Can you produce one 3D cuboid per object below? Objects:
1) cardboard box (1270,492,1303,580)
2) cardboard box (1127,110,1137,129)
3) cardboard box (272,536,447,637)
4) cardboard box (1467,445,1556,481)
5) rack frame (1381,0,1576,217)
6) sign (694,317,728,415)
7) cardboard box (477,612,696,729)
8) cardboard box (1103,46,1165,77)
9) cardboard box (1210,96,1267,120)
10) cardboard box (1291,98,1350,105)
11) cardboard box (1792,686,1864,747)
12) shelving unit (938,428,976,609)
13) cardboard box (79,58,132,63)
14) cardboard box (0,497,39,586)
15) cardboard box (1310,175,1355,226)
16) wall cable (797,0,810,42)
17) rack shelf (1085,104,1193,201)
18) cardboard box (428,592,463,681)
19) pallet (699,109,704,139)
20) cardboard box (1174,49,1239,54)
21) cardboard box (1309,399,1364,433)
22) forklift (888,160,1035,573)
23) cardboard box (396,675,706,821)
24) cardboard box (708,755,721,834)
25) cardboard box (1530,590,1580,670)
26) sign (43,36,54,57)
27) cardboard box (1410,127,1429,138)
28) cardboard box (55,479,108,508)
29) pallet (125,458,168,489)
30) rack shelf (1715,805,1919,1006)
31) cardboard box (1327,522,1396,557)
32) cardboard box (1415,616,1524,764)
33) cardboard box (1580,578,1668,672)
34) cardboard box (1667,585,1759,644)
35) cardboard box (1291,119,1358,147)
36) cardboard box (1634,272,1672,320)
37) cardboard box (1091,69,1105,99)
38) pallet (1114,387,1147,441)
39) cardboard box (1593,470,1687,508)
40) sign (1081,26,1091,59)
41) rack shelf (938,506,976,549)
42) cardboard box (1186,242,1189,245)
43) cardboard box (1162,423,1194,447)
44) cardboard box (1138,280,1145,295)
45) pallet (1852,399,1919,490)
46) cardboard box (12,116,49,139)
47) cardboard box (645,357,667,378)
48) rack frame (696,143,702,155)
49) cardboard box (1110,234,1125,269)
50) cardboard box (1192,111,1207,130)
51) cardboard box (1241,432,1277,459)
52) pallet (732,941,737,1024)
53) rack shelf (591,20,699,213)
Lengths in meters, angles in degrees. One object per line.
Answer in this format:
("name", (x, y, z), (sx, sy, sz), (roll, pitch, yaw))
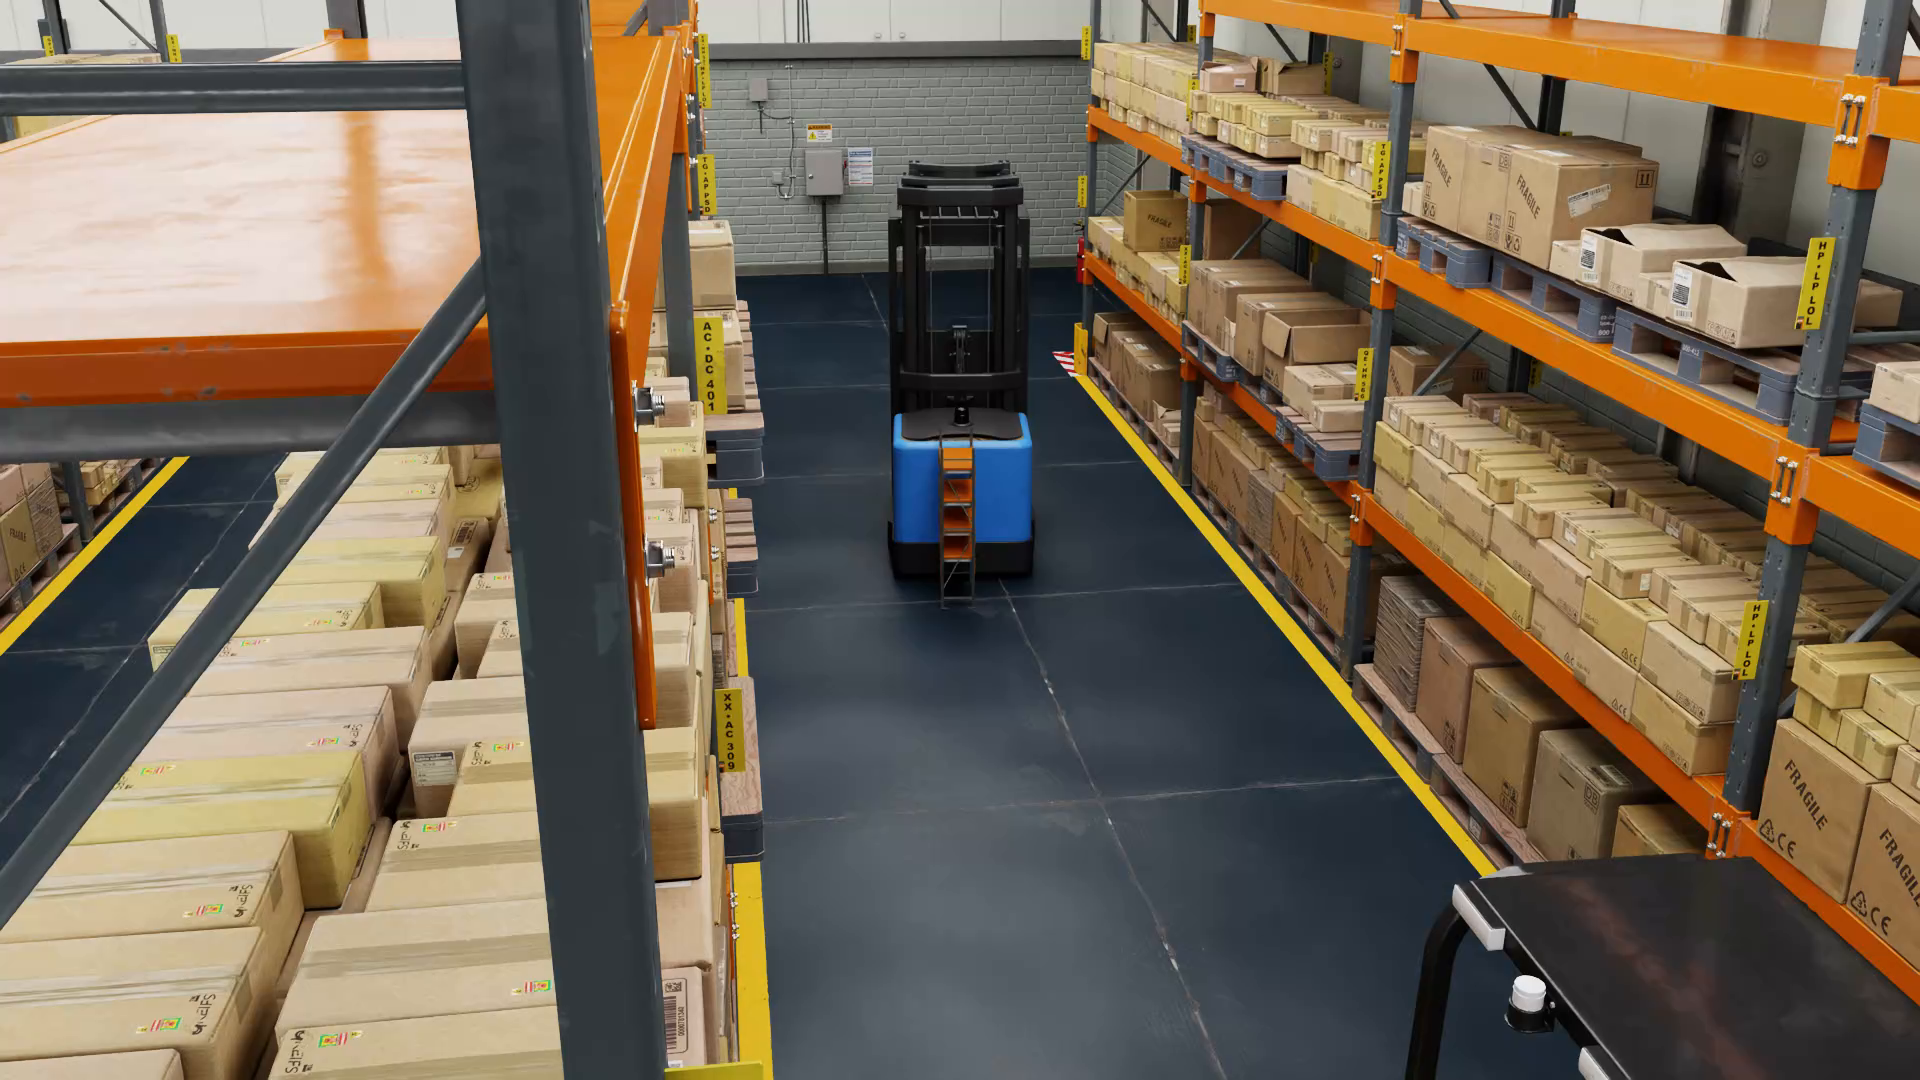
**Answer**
("cardboard box", (2.570, -0.042, 12.013), (0.500, 0.500, 0.500), (-2, 21, -5))
("cardboard box", (1.771, -3.925, 15.510), (0.380, 0.149, 0.250), (-3, 21, -8))
("cardboard box", (-1.323, 0.110, 3.568), (0.380, 0.149, 0.250), (-3, 21, -7))
("cardboard box", (2.956, -0.396, 8.918), (0.380, 0.149, 0.250), (-3, 21, -7))
("rack frame", (2.983, -3.336, 9.286), (1.000, 3.000, 0.127), (-3, 21, -8))
("sign", (-0.816, -0.566, 5.419), (0.100, 0.325, 0.005), (-3, 21, -8))
("cardboard box", (-0.701, 0.259, 3.167), (0.380, 0.149, 0.250), (-2, 21, -6))
("cardboard box", (1.700, -4.660, 16.195), (0.500, 0.250, 0.500), (-3, 21, -8))
("cardboard box", (2.119, -3.277, 12.605), (0.380, 0.149, 0.250), (-3, 21, -9))
("cardboard box", (2.698, -3.218, 12.449), (0.380, 0.149, 0.250), (-2, 21, -6))
("cardboard box", (3.345, 0.632, 6.166), (0.380, 0.149, 0.250), (-3, 21, -9))
("shelving unit", (-0.022, -0.156, 11.920), (0.258, 1.200, 0.503), (-1, 20, -1))
("cardboard box", (-7.650, -4.235, 14.912), (0.380, 0.149, 0.250), (-4, 21, -9))
("cardboard box", (-6.959, 0.021, 11.844), (0.500, 0.500, 0.500), (-3, 21, -9))
("cardboard box", (2.596, -2.200, 10.746), (0.500, 0.250, 0.500), (-3, 21, -8))
("wall cable", (-0.674, -7.991, 21.697), (2.988, 3.039, 0.133), (-3, 21, -8))
("rack shelf", (2.118, -3.671, 15.499), (1.077, 0.370, 4.000), (-3, 21, -8))
("cardboard box", (-1.341, 0.330, 3.548), (0.500, 0.250, 0.500), (-3, 21, -7))
("pallet", (-2.785, -3.728, 14.749), (1.003, 0.211, 1.213), (-3, 21, -8))
("cardboard box", (2.329, -4.506, 15.781), (0.500, 0.250, 0.500), (-3, 21, -7))
("cardboard box", (2.509, -0.813, 10.864), (0.380, 0.149, 0.250), (-3, 21, -7))
("forklift", (-0.016, -1.592, 13.289), (1.130, 2.935, 3.031), (-1, 20, -1))
("cardboard box", (-0.746, 0.482, 3.141), (0.500, 0.250, 0.500), (-2, 21, -6))
("cardboard box", (-1.041, 1.066, 5.506), (0.500, 0.500, 0.500), (-3, 21, -9))
("cardboard box", (3.109, 0.421, 8.016), (0.500, 0.250, 0.500), (-3, 21, -7))
("sign", (-8.502, -4.546, 15.565), (0.100, 0.325, 0.005), (-3, 21, -8))
("cardboard box", (3.073, -2.593, 10.804), (0.380, 0.149, 0.250), (-2, 21, -6))
("cardboard box", (-7.123, -0.378, 13.414), (0.380, 0.149, 0.250), (-4, 21, -10))
("pallet", (-7.700, -0.722, 14.847), (1.003, 0.211, 1.213), (-3, 21, -8))
("rack shelf", (3.848, 1.889, 4.900), (1.077, 0.370, 4.000), (-3, 21, -8))
("cardboard box", (2.661, -0.013, 11.010), (0.380, 0.149, 0.250), (-4, 21, -10))
("cardboard box", (3.161, 0.833, 9.493), (0.875, 0.625, 0.625), (-2, 21, -6))
("cardboard box", (3.155, 0.361, 7.463), (0.500, 0.250, 0.500), (-3, 21, -9))
("cardboard box", (3.236, 0.313, 7.020), (0.380, 0.149, 0.250), (-3, 21, -9))
("cardboard box", (2.454, -2.740, 11.197), (0.380, 0.149, 0.250), (-3, 21, -8))
("cardboard box", (3.101, -1.037, 7.034), (0.380, 0.149, 0.250), (-3, 21, -8))
("cardboard box", (1.623, -4.602, 16.753), (0.500, 0.250, 0.500), (-3, 21, -8))
("pallet", (2.129, -1.265, 16.302), (1.003, 0.211, 1.213), (-3, 21, -8))
("cardboard box", (3.471, -0.243, 8.510), (0.380, 0.149, 0.250), (-2, 21, -6))
("sign", (1.293, -5.083, 17.001), (0.100, 0.325, 0.005), (-3, 21, -8))
("rack shelf", (-0.022, -0.093, 11.944), (0.258, 0.148, 0.480), (-1, 20, -1))
("cardboard box", (2.374, -2.687, 15.913), (0.500, 0.250, 0.500), (-3, 21, -8))
("cardboard box", (2.036, -0.950, 14.946), (0.380, 0.149, 0.250), (-4, 21, -9))
("cardboard box", (1.906, -2.426, 15.782), (0.380, 0.149, 0.250), (-3, 21, -8))
("pallet", (3.708, -0.210, 5.331), (1.003, 0.211, 1.213), (-3, 21, -8))
("cardboard box", (-7.221, -3.122, 12.501), (0.500, 0.250, 0.500), (-2, 21, -6))
("cardboard box", (-1.090, -0.451, 5.070), (0.380, 0.149, 0.250), (-2, 21, -7))
("rack frame", (-2.505, -1.659, 13.370), (1.000, 3.000, 0.127), (-3, 21, -8))
("cardboard box", (1.778, -2.844, 16.332), (0.500, 0.250, 0.500), (-3, 21, -9))
("cardboard box", (2.056, -3.318, 13.142), (0.380, 0.149, 0.250), (-3, 21, -7))
("cardboard box", (2.412, -0.739, 12.954), (0.380, 0.149, 0.250), (-3, 21, -8))
("pallet", (-1.465, 2.148, 7.164), (1.003, 0.211, 1.213), (-3, 21, -8))
("rack shelf", (-1.640, -1.867, 6.954), (1.077, 0.370, 4.000), (-3, 21, -8))
